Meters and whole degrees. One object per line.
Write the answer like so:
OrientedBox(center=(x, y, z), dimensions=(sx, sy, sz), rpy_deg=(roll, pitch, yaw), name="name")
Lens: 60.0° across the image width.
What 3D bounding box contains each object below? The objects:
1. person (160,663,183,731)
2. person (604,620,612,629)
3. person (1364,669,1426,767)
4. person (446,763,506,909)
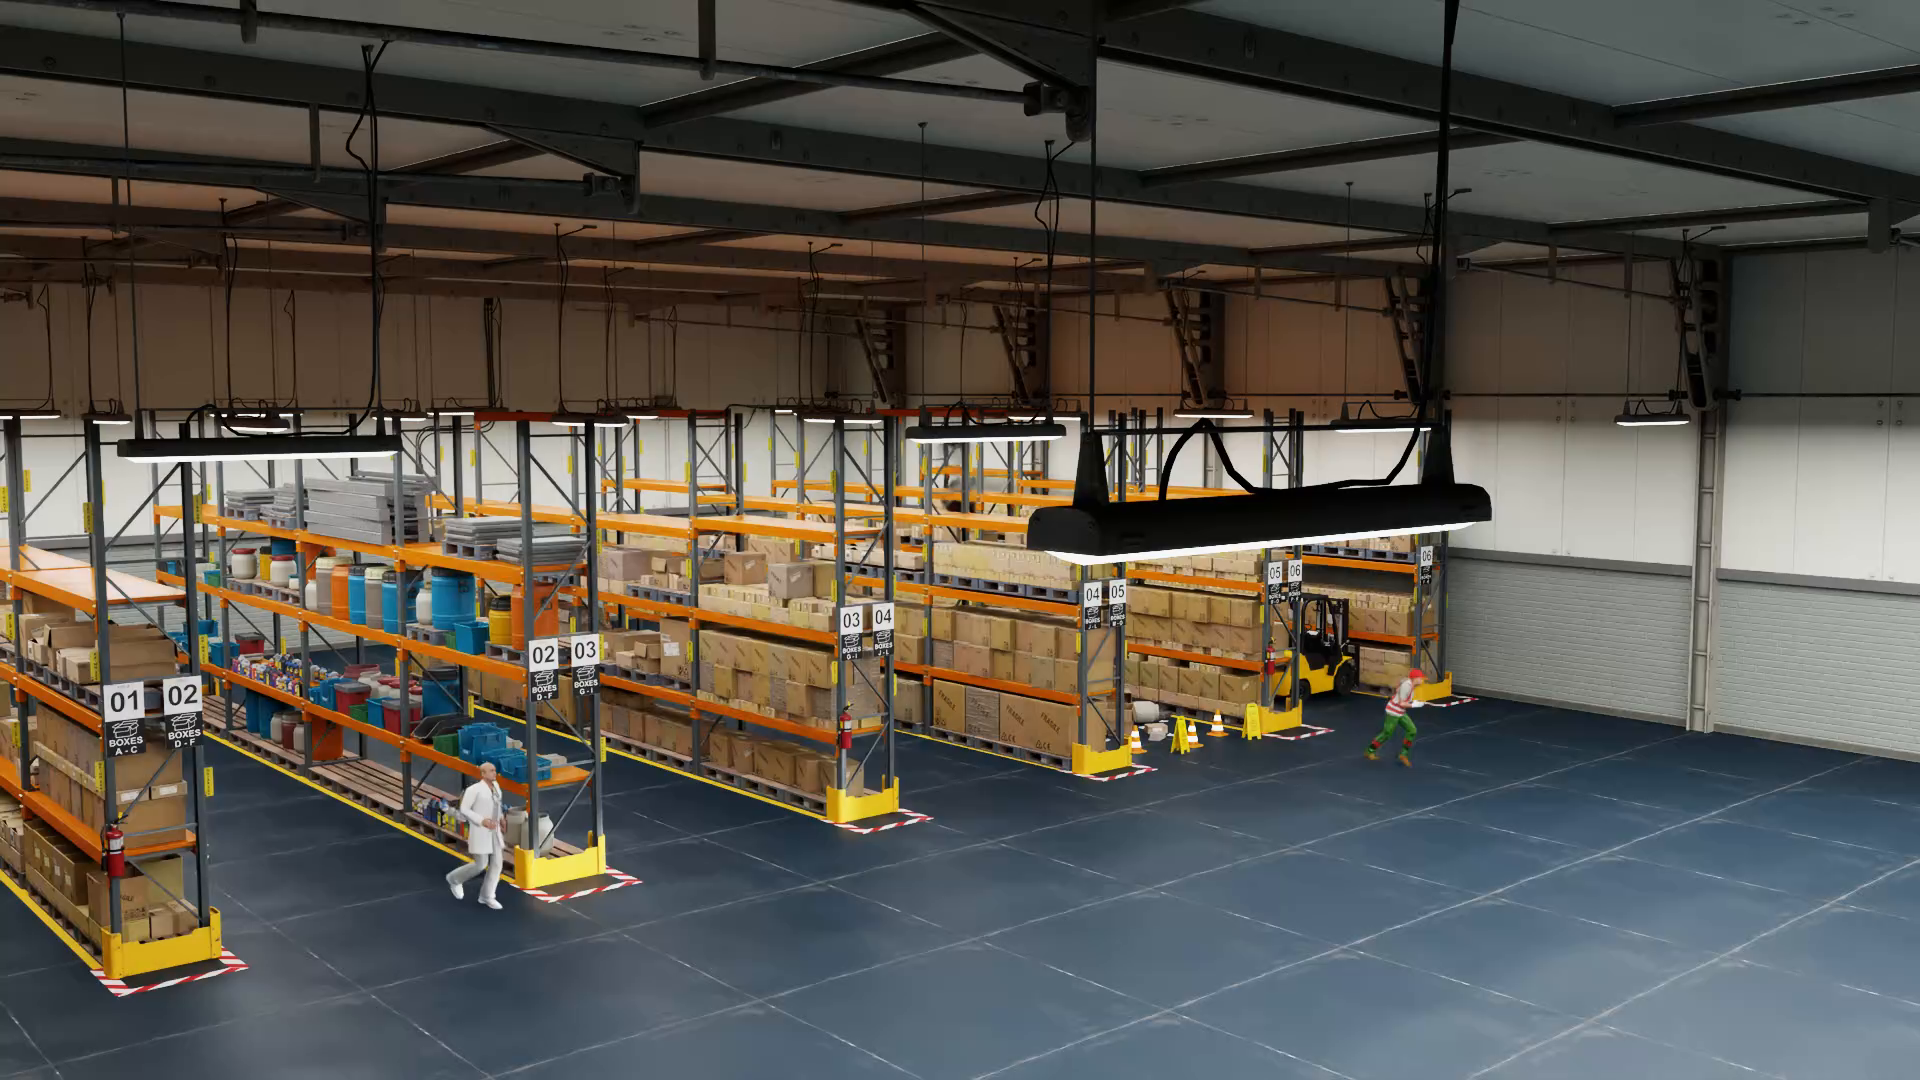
OrientedBox(center=(-13.641, 2.971, 28.760), dimensions=(0.693, 1.742, 0.723), rpy_deg=(-5, 7, -44), name="person")
OrientedBox(center=(-7.370, 2.466, 34.906), dimensions=(0.543, 1.589, 0.813), rpy_deg=(-5, 7, -42), name="person")
OrientedBox(center=(7.429, 3.028, 28.392), dimensions=(1.008, 1.716, 0.705), rpy_deg=(2, 6, 26), name="person")
OrientedBox(center=(-5.953, 3.652, 20.750), dimensions=(0.830, 1.765, 0.735), rpy_deg=(2, 6, 24), name="person")
